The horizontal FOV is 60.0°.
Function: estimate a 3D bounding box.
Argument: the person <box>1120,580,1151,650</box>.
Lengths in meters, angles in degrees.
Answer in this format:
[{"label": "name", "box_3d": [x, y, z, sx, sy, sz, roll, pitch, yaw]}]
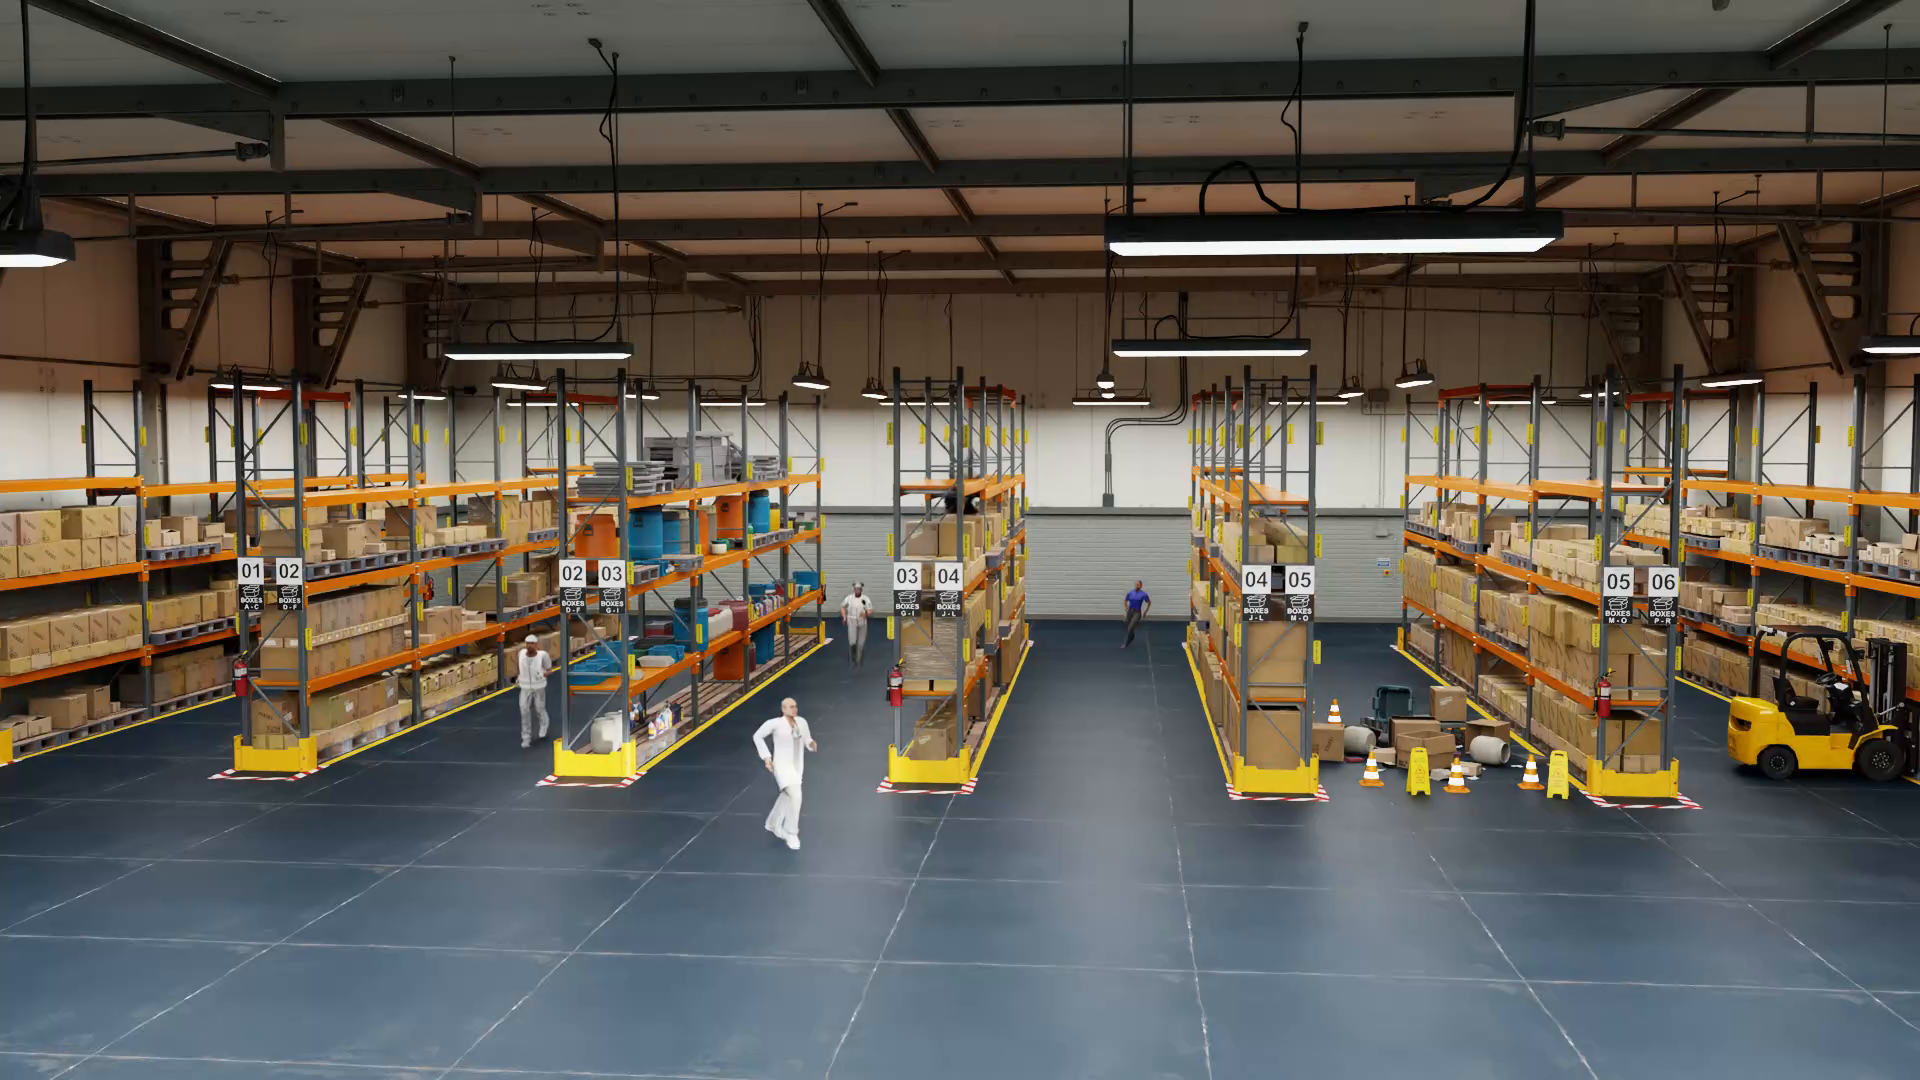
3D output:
[{"label": "person", "box_3d": [4.142, 1.762, 39.226, 0.652, 1.599, 0.868, 2, 4, 28]}]

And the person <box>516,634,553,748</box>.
[{"label": "person", "box_3d": [-6.950, 2.422, 27.145, 0.621, 1.797, 0.982, 0, 4, -3]}]

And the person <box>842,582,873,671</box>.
[{"label": "person", "box_3d": [-2.098, 1.752, 34.001, 0.619, 1.827, 0.491, 0, 4, -7]}]

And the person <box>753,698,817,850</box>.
[{"label": "person", "box_3d": [-2.111, 2.849, 20.450, 0.859, 1.839, 0.685, 3, 5, 39]}]
